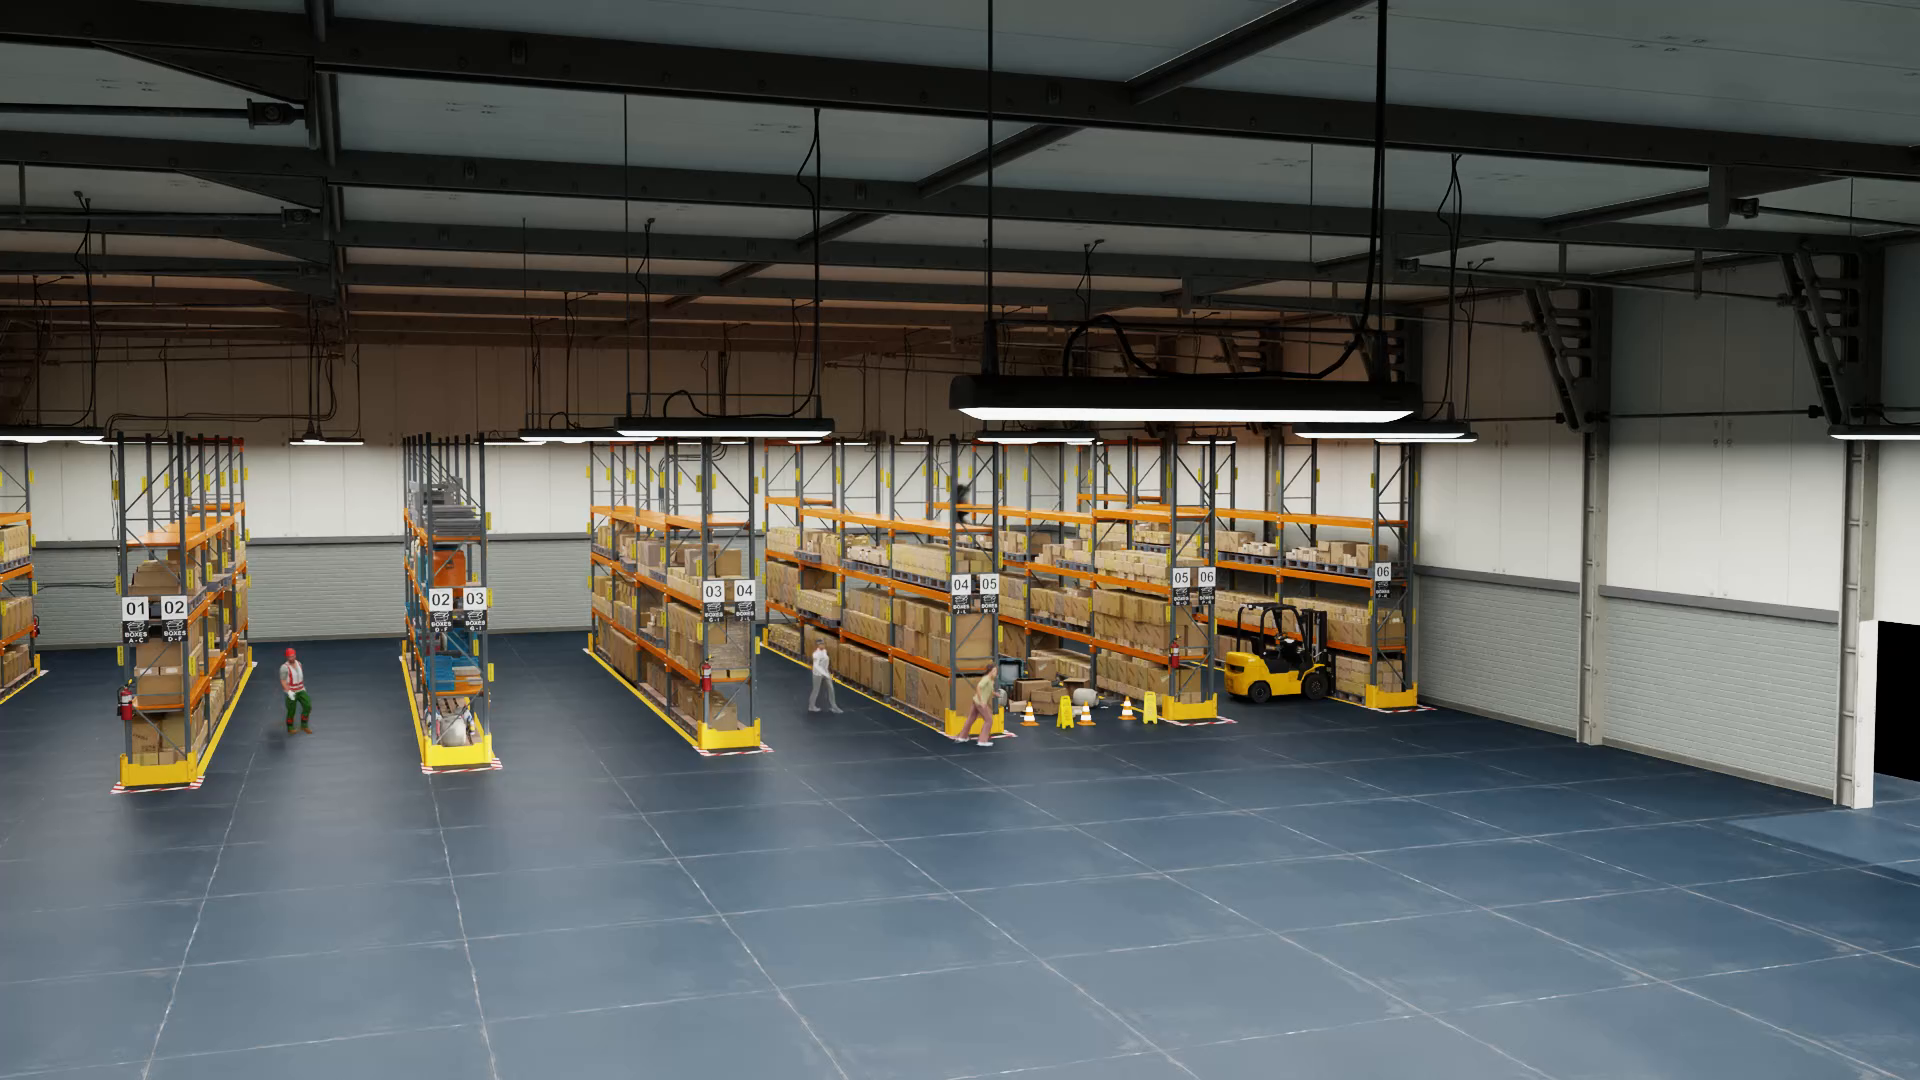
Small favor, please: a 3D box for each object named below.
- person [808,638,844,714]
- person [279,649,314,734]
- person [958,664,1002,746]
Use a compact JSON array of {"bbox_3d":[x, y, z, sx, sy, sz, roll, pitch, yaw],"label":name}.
[{"bbox_3d":[-2.954,2.897,35.639,0.829,1.630,0.554,2,4,34],"label":"person"},{"bbox_3d":[-13.186,3.010,32.944,0.633,1.764,0.687,2,4,30],"label":"person"},{"bbox_3d":[0.393,3.163,32.041,0.834,1.595,0.641,0,3,-5],"label":"person"}]
